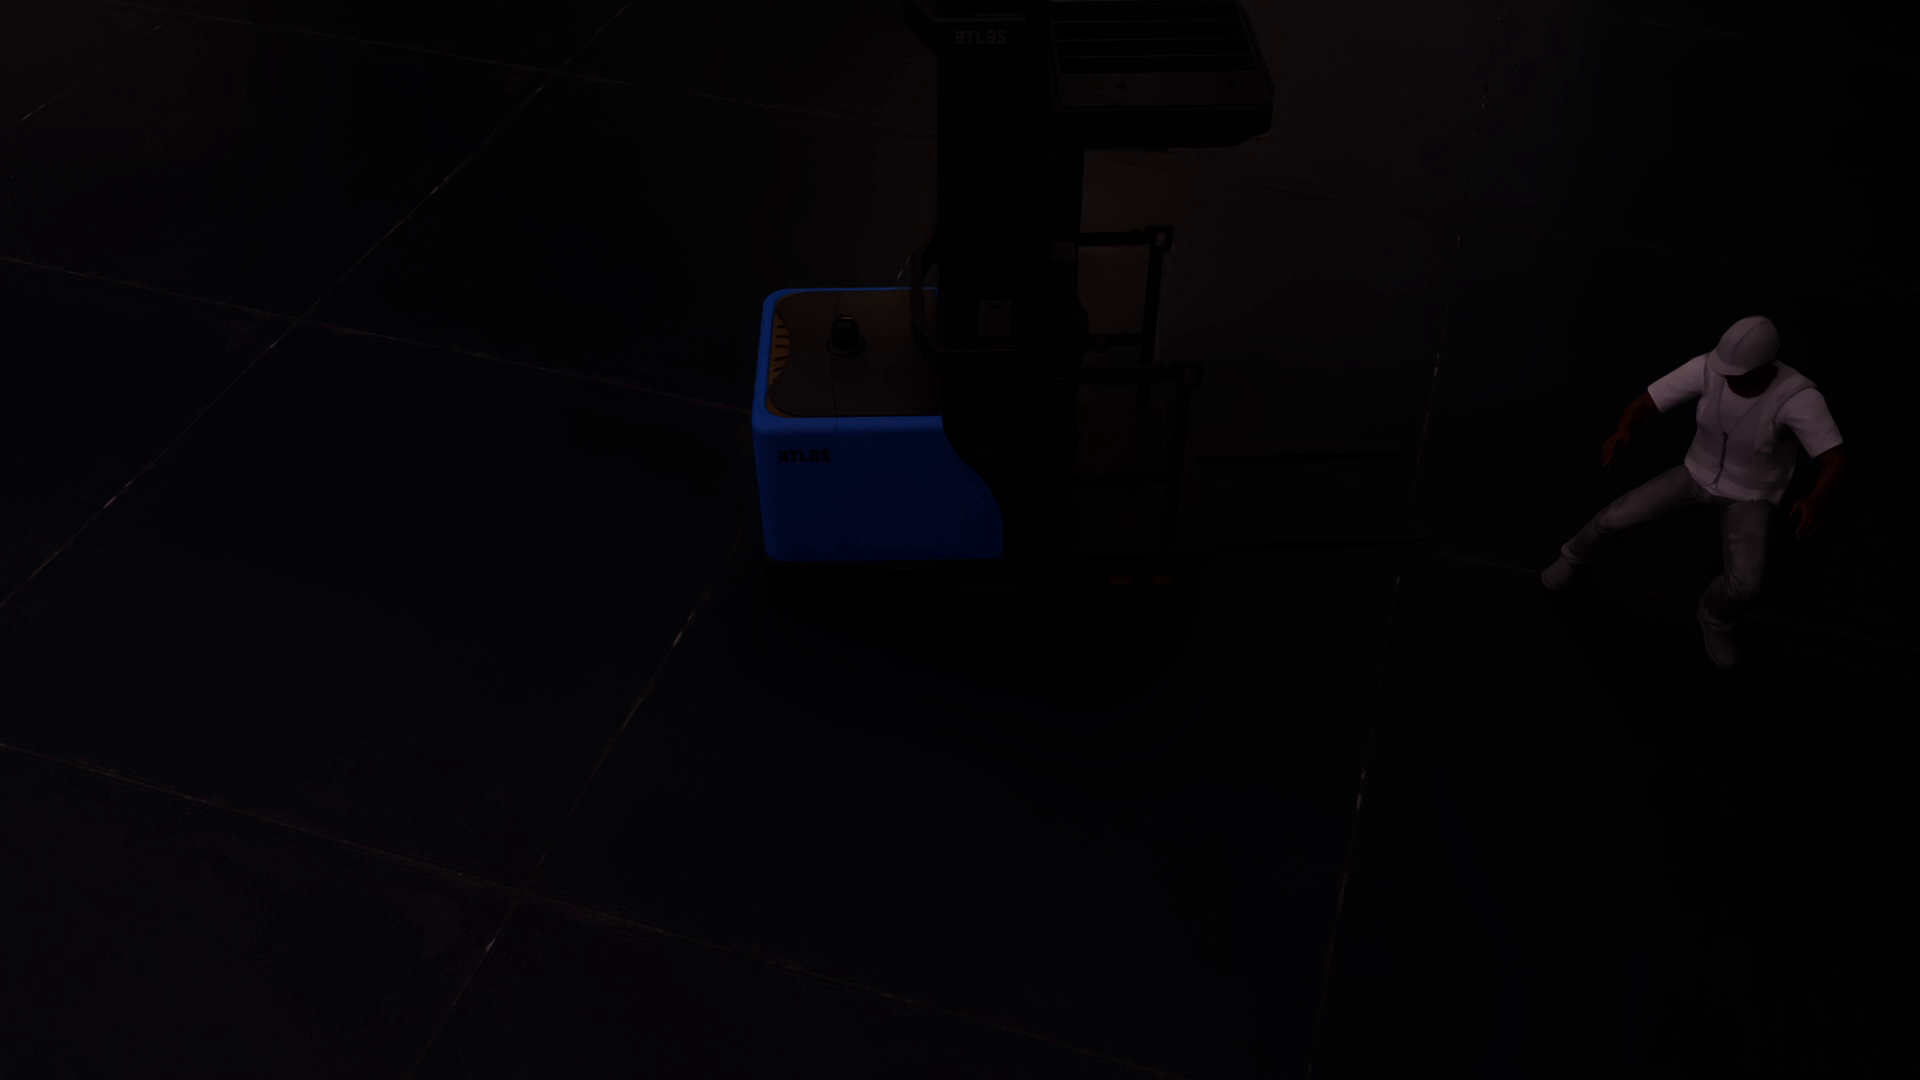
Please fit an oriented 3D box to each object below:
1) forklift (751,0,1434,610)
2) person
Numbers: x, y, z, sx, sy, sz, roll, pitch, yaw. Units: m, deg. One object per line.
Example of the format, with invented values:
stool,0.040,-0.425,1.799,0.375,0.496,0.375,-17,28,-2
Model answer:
forklift,0.626,-1.122,6.895,3.031,2.935,1.130,-1,43,-1
person,3.102,-0.198,6.920,0.780,1.550,1.020,-27,49,-26
